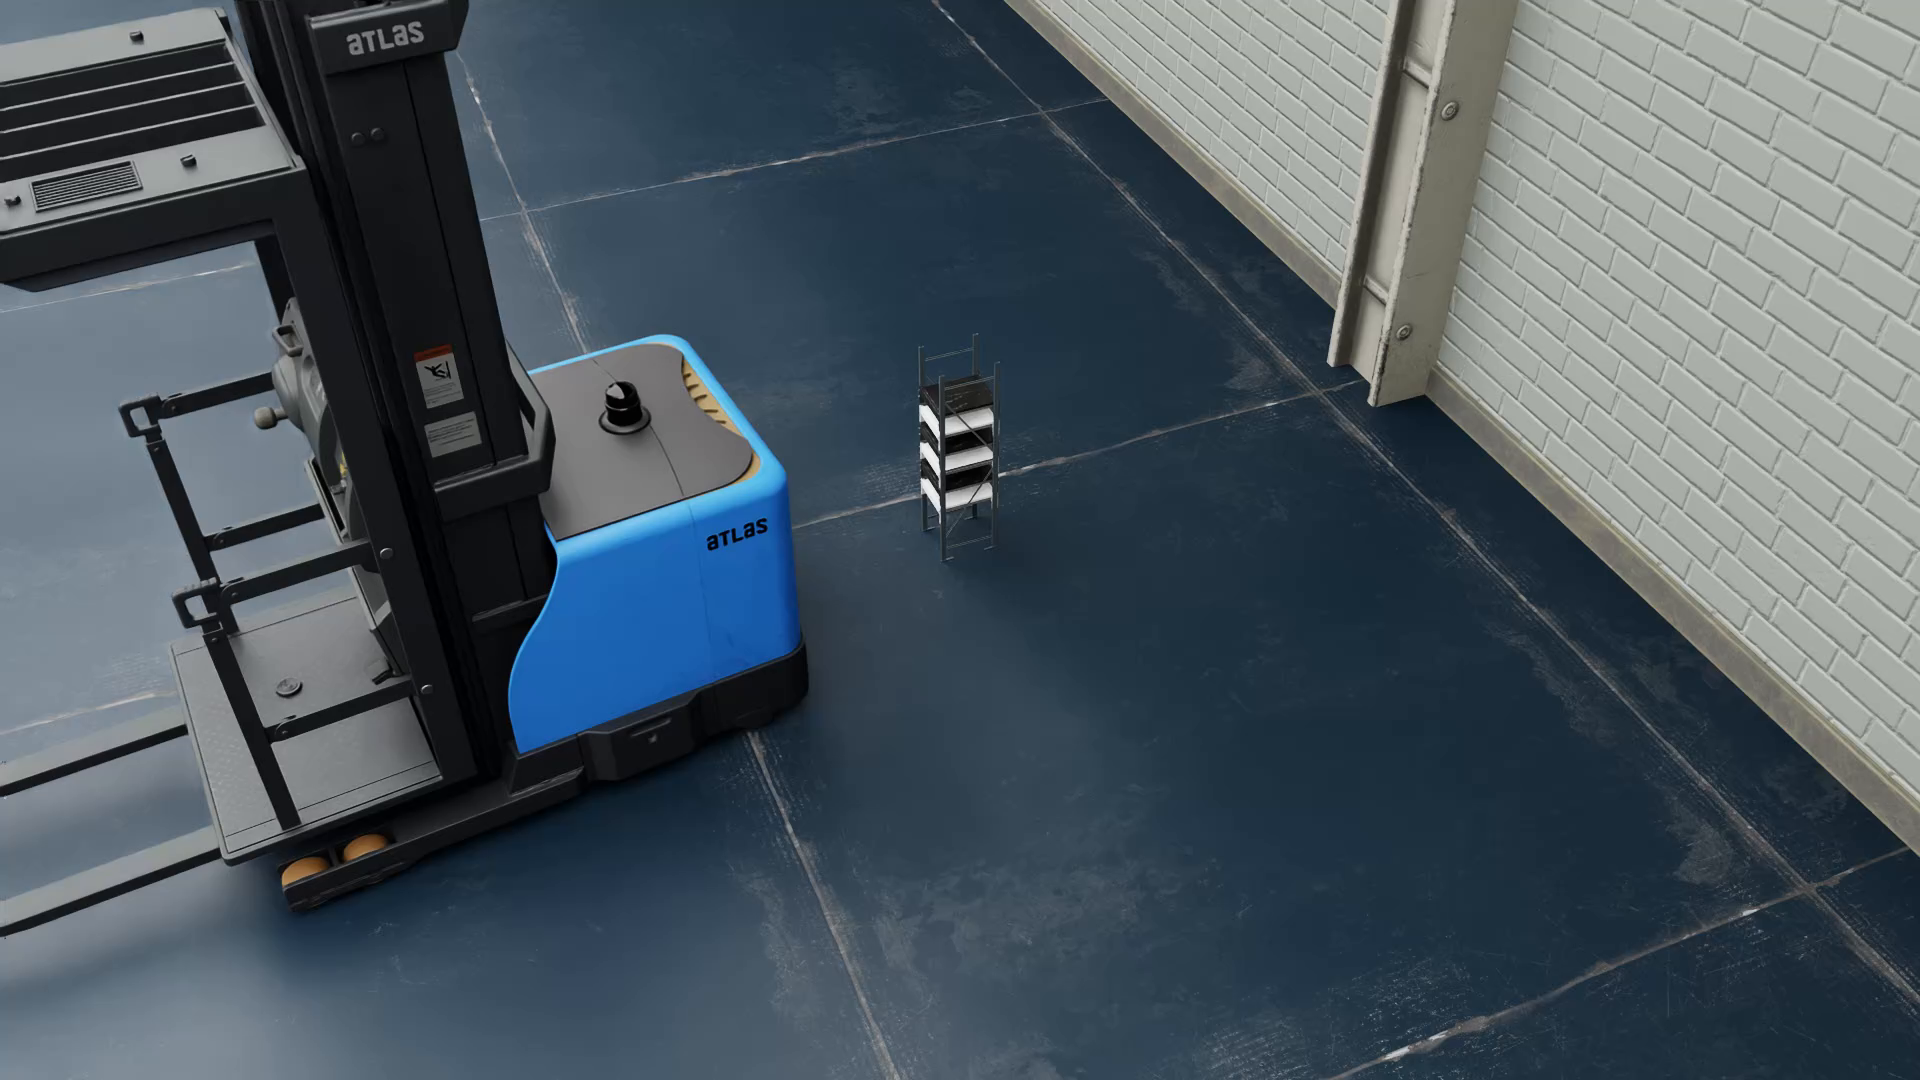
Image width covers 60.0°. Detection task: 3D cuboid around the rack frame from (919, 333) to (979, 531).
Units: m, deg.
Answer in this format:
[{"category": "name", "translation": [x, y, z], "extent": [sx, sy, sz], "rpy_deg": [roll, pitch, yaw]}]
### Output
[{"category": "rack frame", "translation": [-0.042, -0.407, 6.534], "extent": [0.240, 0.900, 0.006], "rpy_deg": [-15, 43, -17]}]

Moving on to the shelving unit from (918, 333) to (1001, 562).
[{"category": "shelving unit", "translation": [-0.003, -0.346, 6.462], "extent": [0.258, 0.900, 0.210], "rpy_deg": [-15, 43, -17]}]

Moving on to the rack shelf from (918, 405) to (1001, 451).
[{"category": "rack shelf", "translation": [-0.003, -0.457, 6.367], "extent": [0.258, 0.077, 0.200], "rpy_deg": [-15, 43, -17]}]

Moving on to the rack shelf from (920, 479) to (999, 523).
[{"category": "rack shelf", "translation": [-0.003, -0.184, 6.601], "extent": [0.258, 0.077, 0.200], "rpy_deg": [-15, 43, -17]}]

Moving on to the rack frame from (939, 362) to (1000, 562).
[{"category": "rack frame", "translation": [0.036, -0.285, 6.391], "extent": [0.240, 0.900, 0.006], "rpy_deg": [-15, 43, -17]}]

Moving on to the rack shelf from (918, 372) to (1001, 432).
[{"category": "rack shelf", "translation": [-0.003, -0.526, 6.308], "extent": [0.258, 0.077, 0.200], "rpy_deg": [-15, 43, -17]}]

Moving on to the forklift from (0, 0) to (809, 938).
[{"category": "forklift", "translation": [-2.088, -0.321, 4.876], "extent": [3.031, 2.935, 1.130], "rpy_deg": [-20, 44, -21]}]

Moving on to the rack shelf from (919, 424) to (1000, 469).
[{"category": "rack shelf", "translation": [-0.003, -0.389, 6.425], "extent": [0.258, 0.077, 0.200], "rpy_deg": [-15, 43, -17]}]

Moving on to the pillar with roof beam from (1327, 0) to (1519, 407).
[{"category": "pillar with roof beam", "translation": [-2.061, -3.088, 3.439], "extent": [9.100, 9.000, 0.400], "rpy_deg": [-15, 43, -17]}]

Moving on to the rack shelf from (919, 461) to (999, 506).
[{"category": "rack shelf", "translation": [-0.003, -0.253, 6.543], "extent": [0.258, 0.077, 0.200], "rpy_deg": [-15, 43, -17]}]

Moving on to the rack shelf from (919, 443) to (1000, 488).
[{"category": "rack shelf", "translation": [-0.003, -0.321, 6.484], "extent": [0.258, 0.077, 0.200], "rpy_deg": [-15, 43, -17]}]
